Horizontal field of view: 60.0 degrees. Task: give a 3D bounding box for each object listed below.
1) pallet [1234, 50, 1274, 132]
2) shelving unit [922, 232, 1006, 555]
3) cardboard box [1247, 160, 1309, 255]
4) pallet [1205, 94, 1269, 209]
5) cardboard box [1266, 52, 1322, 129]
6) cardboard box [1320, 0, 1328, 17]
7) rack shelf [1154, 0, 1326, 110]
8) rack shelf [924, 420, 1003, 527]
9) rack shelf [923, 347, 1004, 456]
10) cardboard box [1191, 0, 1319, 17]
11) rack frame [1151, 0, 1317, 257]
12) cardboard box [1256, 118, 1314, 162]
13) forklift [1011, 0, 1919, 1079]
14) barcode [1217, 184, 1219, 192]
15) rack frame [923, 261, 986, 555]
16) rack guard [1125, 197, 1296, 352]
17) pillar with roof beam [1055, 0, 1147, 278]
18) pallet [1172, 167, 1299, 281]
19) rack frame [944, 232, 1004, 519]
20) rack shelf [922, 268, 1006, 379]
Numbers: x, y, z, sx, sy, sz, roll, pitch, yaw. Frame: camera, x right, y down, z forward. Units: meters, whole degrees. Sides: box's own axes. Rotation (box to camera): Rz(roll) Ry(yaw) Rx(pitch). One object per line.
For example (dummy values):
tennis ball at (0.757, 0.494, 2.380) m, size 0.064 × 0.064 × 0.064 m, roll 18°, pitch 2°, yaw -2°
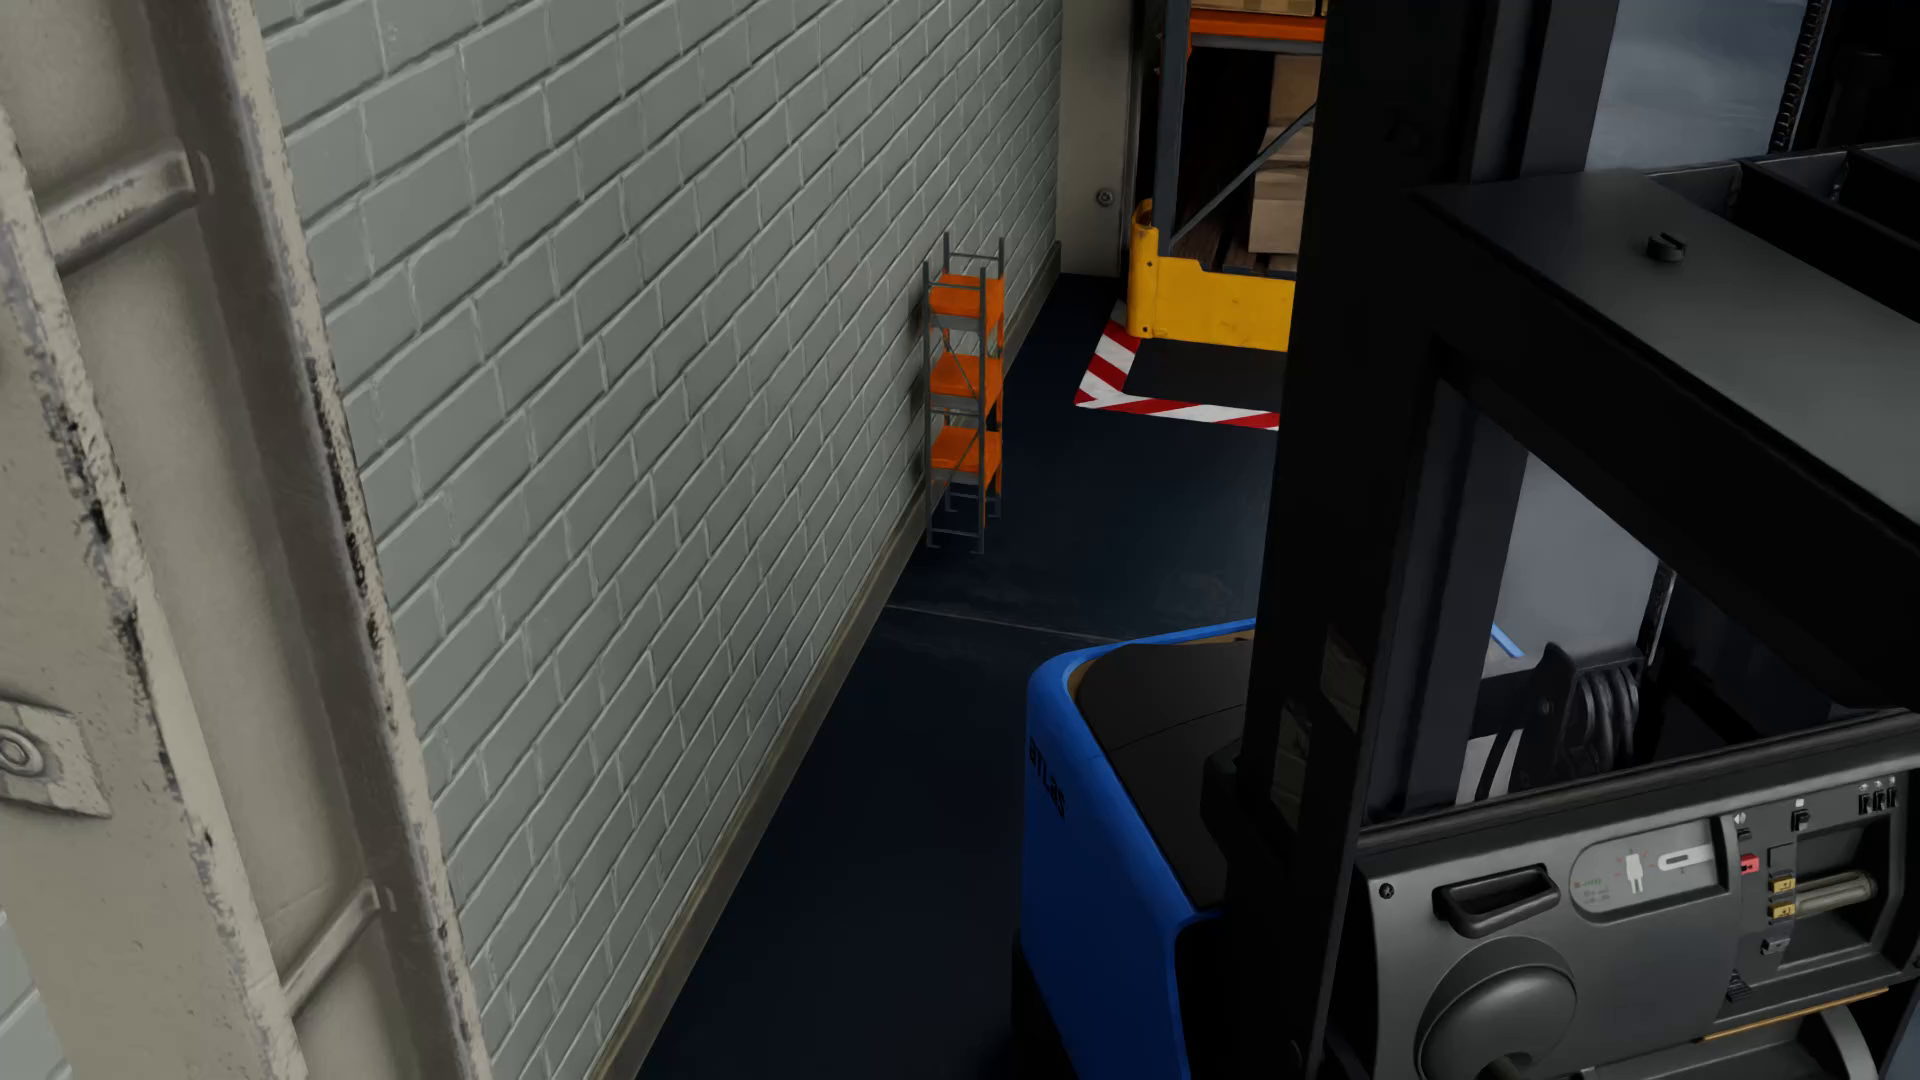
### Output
pallet at (2.166, -2.659, 9.735) m, size 1.003 × 0.211 × 1.213 m, roll 8°, pitch 33°, yaw 12°
shelving unit at (0.014, -0.471, 5.512) m, size 0.215 × 1.050 × 0.252 m, roll 8°, pitch 33°, yaw 12°
cardboard box at (1.550, -1.511, 7.427) m, size 0.500 × 0.311 × 0.500 m, roll 4°, pitch 33°, yaw 7°
pallet at (1.858, -2.024, 8.736) m, size 1.003 × 0.211 × 1.213 m, roll 8°, pitch 33°, yaw 12°
cardboard box at (1.929, -2.260, 8.430) m, size 0.700 × 0.500 × 0.500 m, roll 6°, pitch 33°, yaw 9°
cardboard box at (1.718, -2.268, 6.643) m, size 0.500 × 0.250 × 0.500 m, roll 7°, pitch 33°, yaw 11°
rack shelf at (1.794, -2.847, 8.104) m, size 1.077 × 0.370 × 4.000 m, roll 8°, pitch 33°, yaw 12°
rack shelf at (0.014, -0.227, 5.667) m, size 0.215 × 0.259 × 0.240 m, roll 8°, pitch 33°, yaw 12°
rack shelf at (0.014, -0.462, 5.518) m, size 0.215 × 0.259 × 0.240 m, roll 8°, pitch 33°, yaw 12°
cardboard box at (1.218, -2.327, 6.736) m, size 0.500 × 0.250 × 0.500 m, roll 8°, pitch 33°, yaw 13°
rack frame at (1.287, -2.113, 6.278) m, size 1.000 × 3.000 × 0.127 m, roll 8°, pitch 33°, yaw 12°
cardboard box at (1.694, -1.807, 7.892) m, size 0.500 × 0.311 × 0.500 m, roll 11°, pitch 34°, yaw 16°
forklift at (1.035, 0.588, 2.093) m, size 1.130 × 2.935 × 3.031 m, roll -9°, pitch 34°, yaw -14°
barcode at (1.167, -1.579, 7.525) m, size 0.001 × 0.075 × 0.075 m, roll 8°, pitch 33°, yaw 12°
rack frame at (-0.017, -0.407, 5.412) m, size 0.200 × 1.050 × 0.008 m, roll 8°, pitch 33°, yaw 12°
rack guard at (1.306, -1.098, 7.011) m, size 1.175 × 0.500 × 0.348 m, roll 8°, pitch 33°, yaw 12°
pillar with roof beam at (4.792, -4.540, 4.503) m, size 9.100 × 9.000 × 0.400 m, roll 8°, pitch 33°, yaw 12°
pallet at (1.547, -1.393, 7.744) m, size 1.003 × 0.211 × 1.213 m, roll 8°, pitch 33°, yaw 12°
rack frame at (0.045, -0.534, 5.612) m, size 0.200 × 1.050 × 0.008 m, roll 8°, pitch 33°, yaw 12°
rack shelf at (0.014, -0.701, 5.365) m, size 0.215 × 0.259 × 0.240 m, roll 8°, pitch 33°, yaw 12°
